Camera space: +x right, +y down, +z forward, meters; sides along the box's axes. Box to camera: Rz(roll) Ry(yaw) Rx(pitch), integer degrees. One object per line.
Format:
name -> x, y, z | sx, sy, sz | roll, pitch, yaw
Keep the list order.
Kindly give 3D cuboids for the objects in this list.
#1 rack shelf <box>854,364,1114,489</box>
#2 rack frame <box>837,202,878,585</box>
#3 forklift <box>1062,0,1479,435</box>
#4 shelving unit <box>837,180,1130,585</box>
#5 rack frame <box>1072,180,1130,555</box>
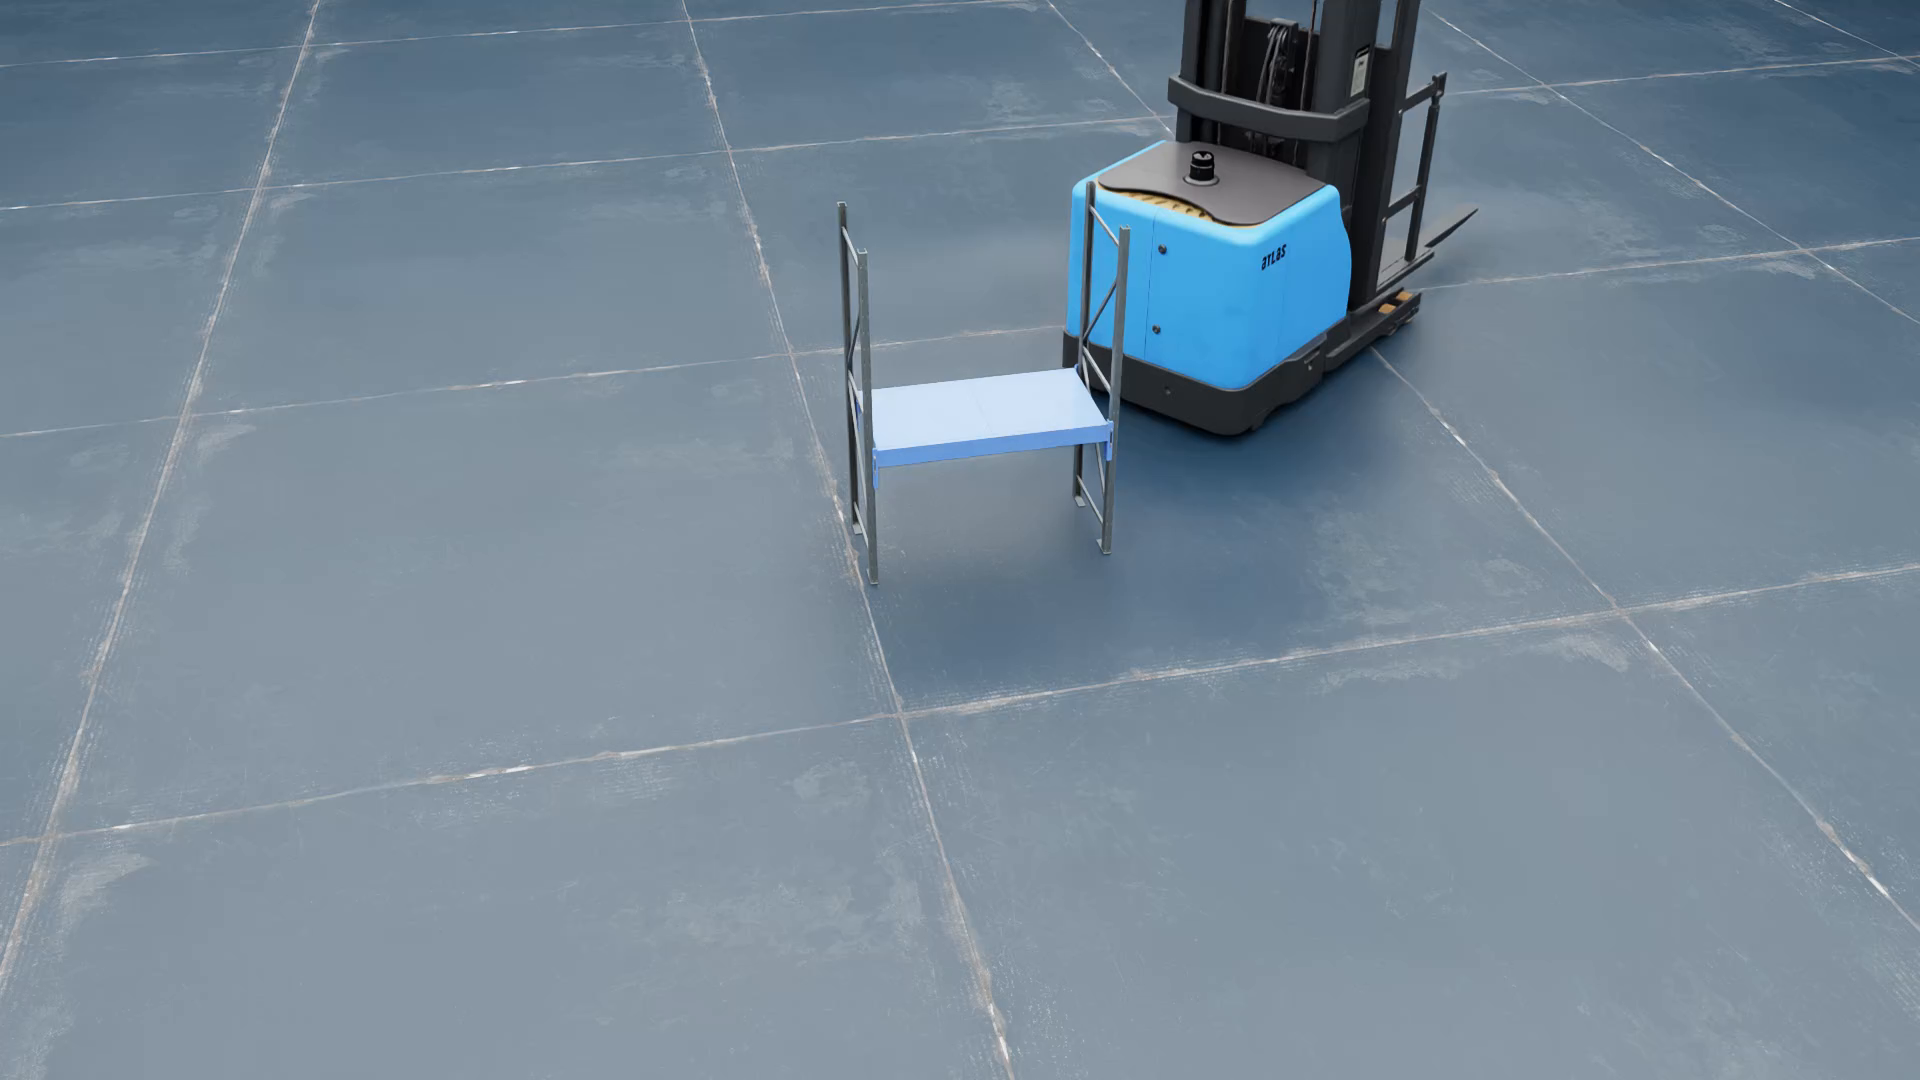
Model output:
rack shelf -> 0.083, -0.484, 6.948 | 1.000, 0.185, 0.538 | -7, 35, -11
rack frame -> -0.413, -0.571, 6.755 | 0.032, 1.500, 0.500 | -7, 35, -11
forklift -> 1.836, -2.466, 8.294 | 1.130, 2.935, 3.031 | 25, 41, 32
shelving unit -> 0.083, -0.633, 6.848 | 1.048, 1.500, 0.538 | -7, 35, -11
rack frame -> 0.579, -0.696, 6.941 | 0.032, 1.500, 0.500 | -7, 35, -11
